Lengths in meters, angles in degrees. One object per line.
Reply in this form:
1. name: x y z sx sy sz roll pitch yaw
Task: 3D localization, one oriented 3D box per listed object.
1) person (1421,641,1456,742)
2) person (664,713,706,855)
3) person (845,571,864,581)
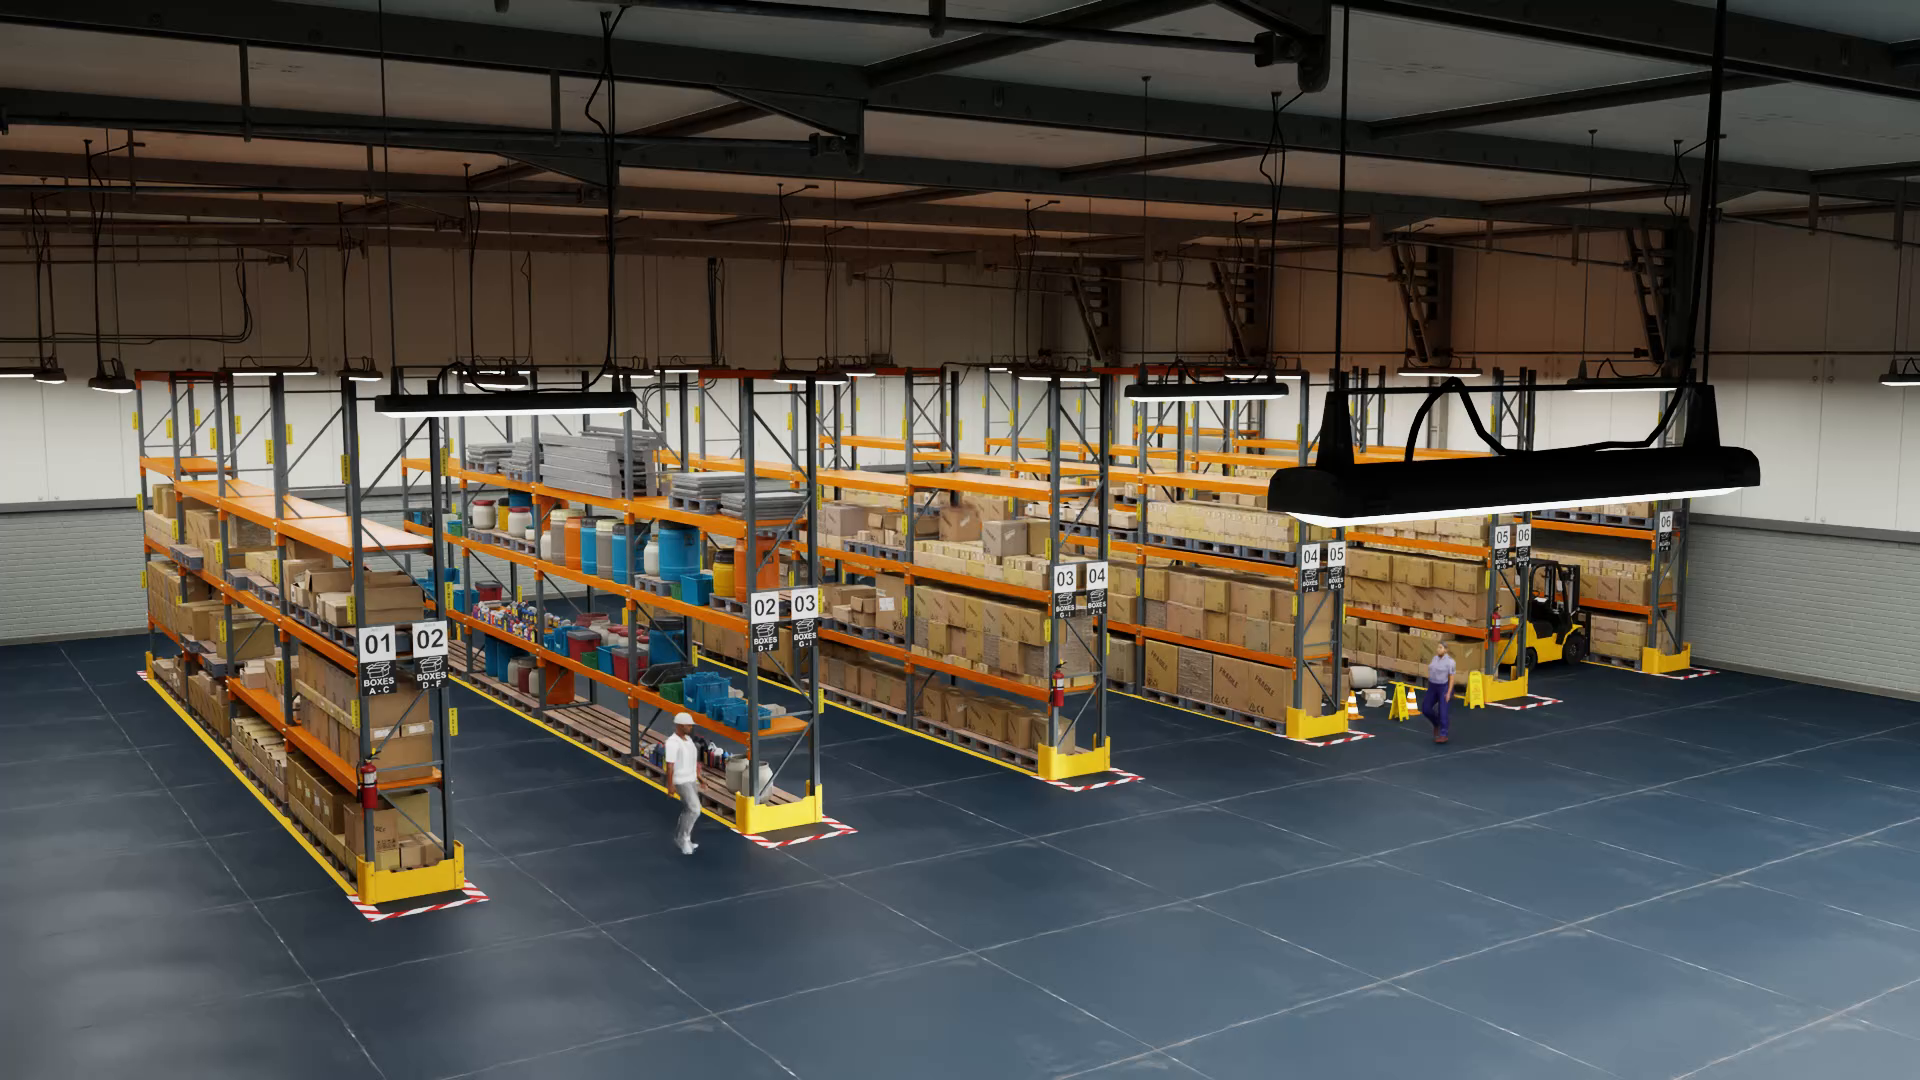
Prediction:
1. person: 7.827 2.450 27.032 0.489 1.638 0.478 6 9 45
2. person: -3.471 3.091 21.117 0.457 1.812 0.601 1 7 11
3. person: -3.015 0.355 45.294 0.999 1.738 0.506 -4 8 -33
